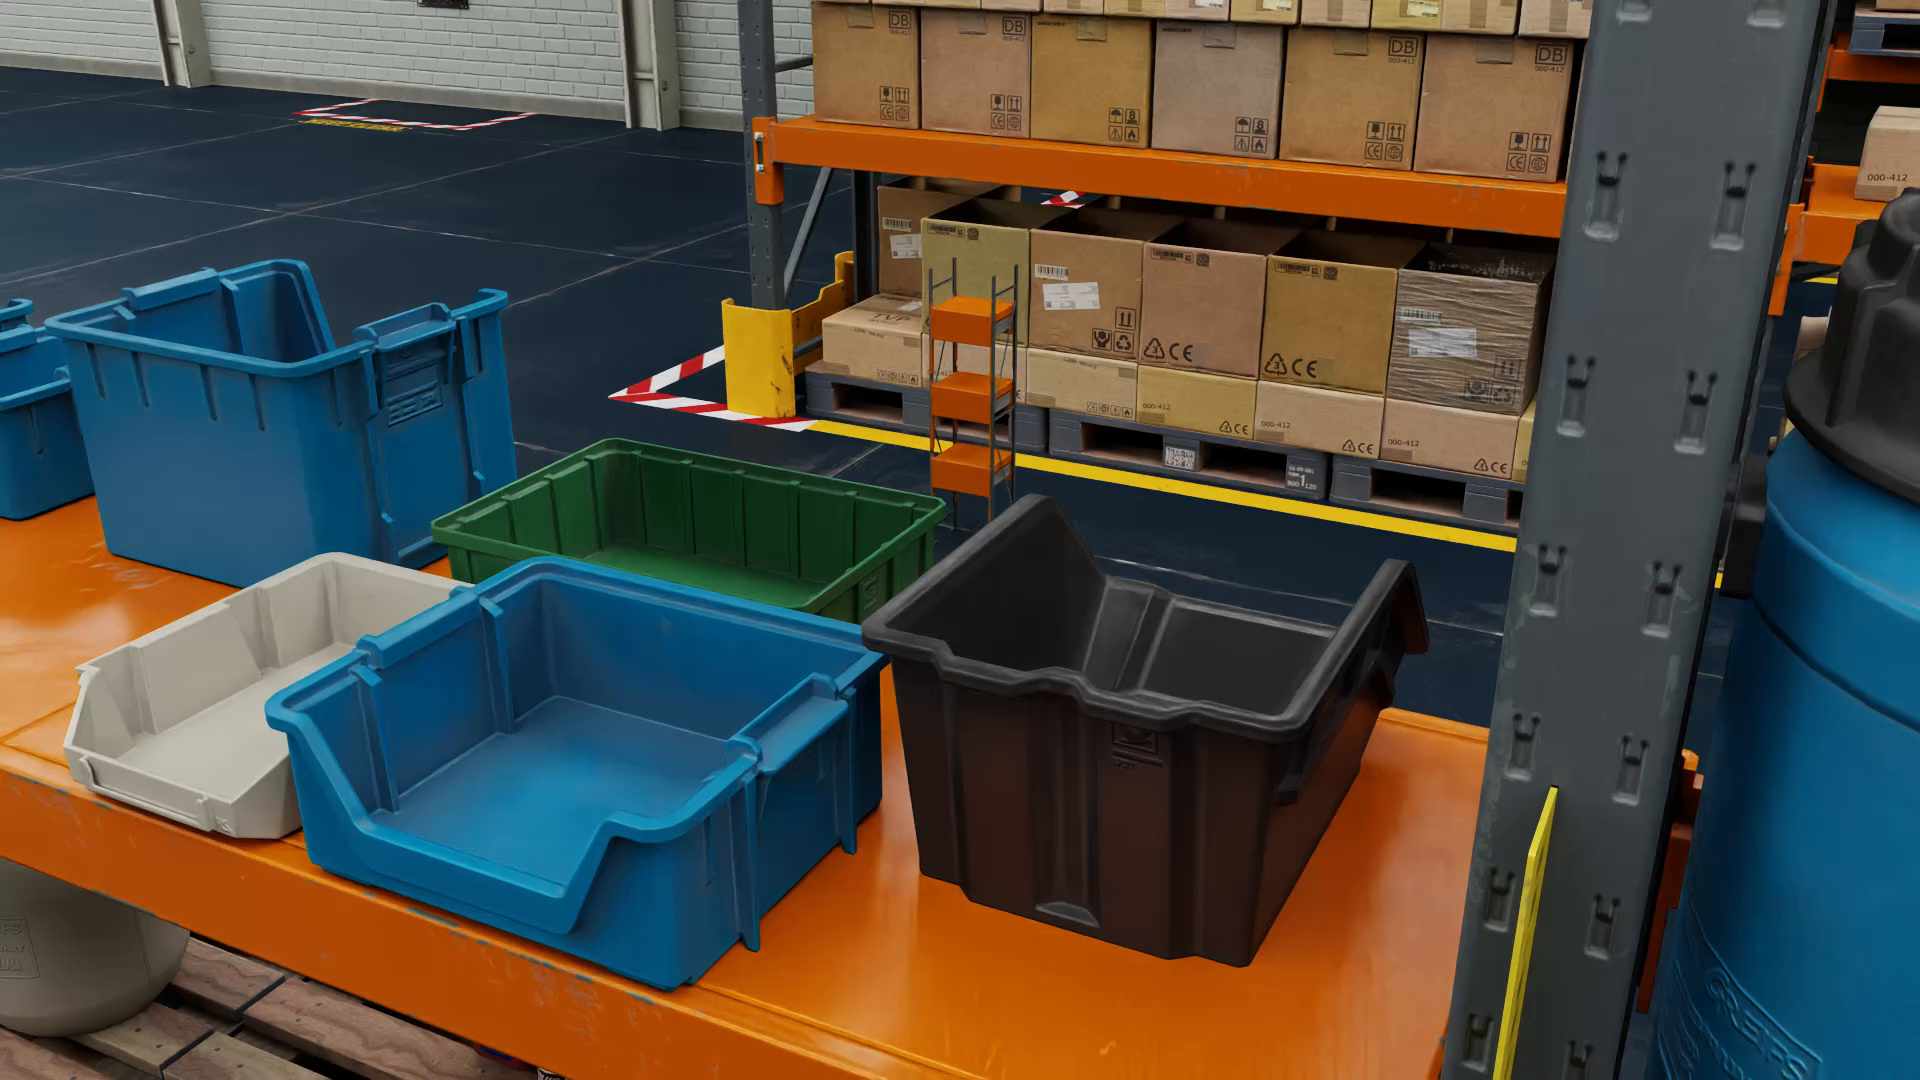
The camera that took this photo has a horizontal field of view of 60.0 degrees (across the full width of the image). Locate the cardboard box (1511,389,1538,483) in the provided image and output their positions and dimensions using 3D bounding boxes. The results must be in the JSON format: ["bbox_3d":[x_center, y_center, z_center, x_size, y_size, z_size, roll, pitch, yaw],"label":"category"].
[{"bbox_3d":[2.399,-0.378,6.282,0.500,0.250,0.500,11,25,25],"label":"cardboard box"}]

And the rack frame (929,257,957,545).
[{"bbox_3d":[-0.061,-0.495,6.073,0.008,1.050,0.200,11,25,25],"label":"rack frame"}]

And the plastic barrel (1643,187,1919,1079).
[{"bbox_3d":[0.881,0.228,1.240,0.708,0.901,0.600,11,25,25],"label":"plastic barrel"}]

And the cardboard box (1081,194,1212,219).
[{"bbox_3d":[0.854,-1.261,7.402,0.500,0.500,0.500,11,25,25],"label":"cardboard box"}]

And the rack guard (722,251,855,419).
[{"bbox_3d":[-0.680,-1.005,7.973,0.348,0.500,1.175,11,25,25],"label":"rack guard"}]

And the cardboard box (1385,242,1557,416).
[{"bbox_3d":[1.958,-0.815,6.353,0.500,0.500,0.500,11,25,25],"label":"cardboard box"}]

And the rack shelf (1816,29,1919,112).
[{"bbox_3d":[6.928,-2.491,9.194,4.000,0.370,1.077,11,25,25],"label":"rack shelf"}]

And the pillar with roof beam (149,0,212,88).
[{"bbox_3d":[-10.063,-7.436,12.237,0.400,9.000,9.100,11,25,25],"label":"pillar with roof beam"}]

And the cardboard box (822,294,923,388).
[{"bbox_3d":[-0.280,-0.906,7.525,0.500,0.250,0.500,11,25,25],"label":"cardboard box"}]

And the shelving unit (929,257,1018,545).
[{"bbox_3d":[0.048,-0.474,6.022,0.252,1.050,0.215,11,25,25],"label":"shelving unit"}]

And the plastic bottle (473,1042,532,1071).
[{"bbox_3d":[-0.895,0.889,3.236,0.133,0.283,0.061,11,25,25],"label":"plastic bottle"}]

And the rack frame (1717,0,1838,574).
[{"bbox_3d":[2.911,-1.444,5.813,0.127,3.000,1.000,11,25,25],"label":"rack frame"}]

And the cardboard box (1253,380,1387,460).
[{"bbox_3d":[1.504,-0.553,6.694,0.500,0.250,0.500,11,25,25],"label":"cardboard box"}]

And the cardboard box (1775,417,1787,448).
[{"bbox_3d":[3.160,-0.215,5.898,0.500,0.250,0.500,11,25,23],"label":"cardboard box"}]

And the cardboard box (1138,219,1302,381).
[{"bbox_3d":[1.057,-0.986,6.753,0.500,0.500,0.500,11,25,25],"label":"cardboard box"}]

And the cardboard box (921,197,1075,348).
[{"bbox_3d":[0.167,-1.164,7.172,0.500,0.500,0.500,11,25,25],"label":"cardboard box"}]

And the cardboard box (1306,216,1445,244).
[{"bbox_3d":[1.746,-1.085,6.987,0.500,0.500,0.500,11,25,25],"label":"cardboard box"}]

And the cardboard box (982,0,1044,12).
[{"bbox_3d":[0.278,-2.215,6.669,0.250,0.149,0.380,11,25,24],"label":"cardboard box"}]

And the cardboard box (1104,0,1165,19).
[{"bbox_3d":[0.745,-2.124,6.455,0.250,0.149,0.380,11,25,24],"label":"cardboard box"}]

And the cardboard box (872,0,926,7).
[{"bbox_3d":[-0.168,-2.305,6.881,0.250,0.149,0.380,10,25,23],"label":"cardboard box"}]

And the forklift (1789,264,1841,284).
[{"bbox_3d":[3.489,-2.519,8.428,3.031,2.935,1.130,-12,26,-26],"label":"forklift"}]

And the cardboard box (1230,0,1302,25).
[{"bbox_3d":[1.201,-2.033,6.240,0.250,0.149,0.380,12,26,26],"label":"cardboard box"}]

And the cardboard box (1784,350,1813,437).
[{"bbox_3d":[3.168,-0.470,5.783,0.500,0.311,0.500,11,26,25],"label":"cardboard box"}]

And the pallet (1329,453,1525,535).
[{"bbox_3d":[2.221,-0.316,6.724,1.213,0.211,1.003,11,25,25],"label":"pallet"}]

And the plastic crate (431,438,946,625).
[{"bbox_3d":[-0.411,0.044,2.584,0.662,0.188,0.450,11,25,25],"label":"plastic crate"}]

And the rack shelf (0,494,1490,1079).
[{"bbox_3d":[-1.112,0.263,2.718,4.000,0.370,1.077,11,25,25],"label":"rack shelf"}]

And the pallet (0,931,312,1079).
[{"bbox_3d":[-2.085,1.004,3.619,1.213,0.211,1.003,11,25,25],"label":"pallet"}]

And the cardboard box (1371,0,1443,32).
[{"bbox_3d":[1.665,-1.942,6.028,0.250,0.149,0.380,11,25,24],"label":"cardboard box"}]

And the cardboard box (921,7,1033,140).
[{"bbox_3d":[0.223,-2.019,7.036,0.500,0.500,0.700,12,26,26],"label":"cardboard box"}]

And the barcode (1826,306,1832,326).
[{"bbox_3d":[2.951,-0.748,5.581,0.075,0.075,0.001,11,25,25],"label":"barcode"}]

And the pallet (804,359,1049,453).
[{"bbox_3d":[0.043,-0.747,7.737,1.213,0.211,1.003,11,25,25],"label":"pallet"}]

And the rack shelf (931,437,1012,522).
[{"bbox_3d":[0.048,-0.208,6.135,0.240,0.259,0.215,11,25,25],"label":"rack shelf"}]

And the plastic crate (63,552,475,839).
[{"bbox_3d":[-0.890,0.208,2.265,0.437,0.136,0.530,11,25,25],"label":"plastic crate"}]

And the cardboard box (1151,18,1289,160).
[{"bbox_3d":[1.135,-1.837,6.610,0.500,0.500,0.700,12,26,26],"label":"cardboard box"}]

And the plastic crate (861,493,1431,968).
[{"bbox_3d":[0.263,0.177,2.081,0.504,0.338,0.767,11,25,25],"label":"plastic crate"}]

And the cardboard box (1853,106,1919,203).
[{"bbox_3d":[3.370,-1.304,5.674,0.500,0.250,0.500,13,26,28],"label":"cardboard box"}]

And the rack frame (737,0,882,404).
[{"bbox_3d":[-0.658,-2.151,7.474,0.127,3.000,1.000,11,25,25],"label":"rack frame"}]

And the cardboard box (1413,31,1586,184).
[{"bbox_3d":[2.039,-1.657,6.187,0.500,0.500,0.700,11,25,24],"label":"cardboard box"}]

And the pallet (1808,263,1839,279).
[{"bbox_3d":[5.839,-1.755,10.107,1.213,0.211,1.003,11,25,25],"label":"pallet"}]

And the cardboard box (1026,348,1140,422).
[{"bbox_3d":[0.614,-0.731,7.112,0.500,0.250,0.500,11,25,25],"label":"cardboard box"}]

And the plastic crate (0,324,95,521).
[{"bbox_3d":[-1.738,-0.252,3.201,0.408,0.251,0.499,11,25,25],"label":"plastic crate"}]

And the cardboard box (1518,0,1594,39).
[{"bbox_3d":[2.117,-1.852,5.815,0.250,0.149,0.380,10,25,23],"label":"cardboard box"}]
